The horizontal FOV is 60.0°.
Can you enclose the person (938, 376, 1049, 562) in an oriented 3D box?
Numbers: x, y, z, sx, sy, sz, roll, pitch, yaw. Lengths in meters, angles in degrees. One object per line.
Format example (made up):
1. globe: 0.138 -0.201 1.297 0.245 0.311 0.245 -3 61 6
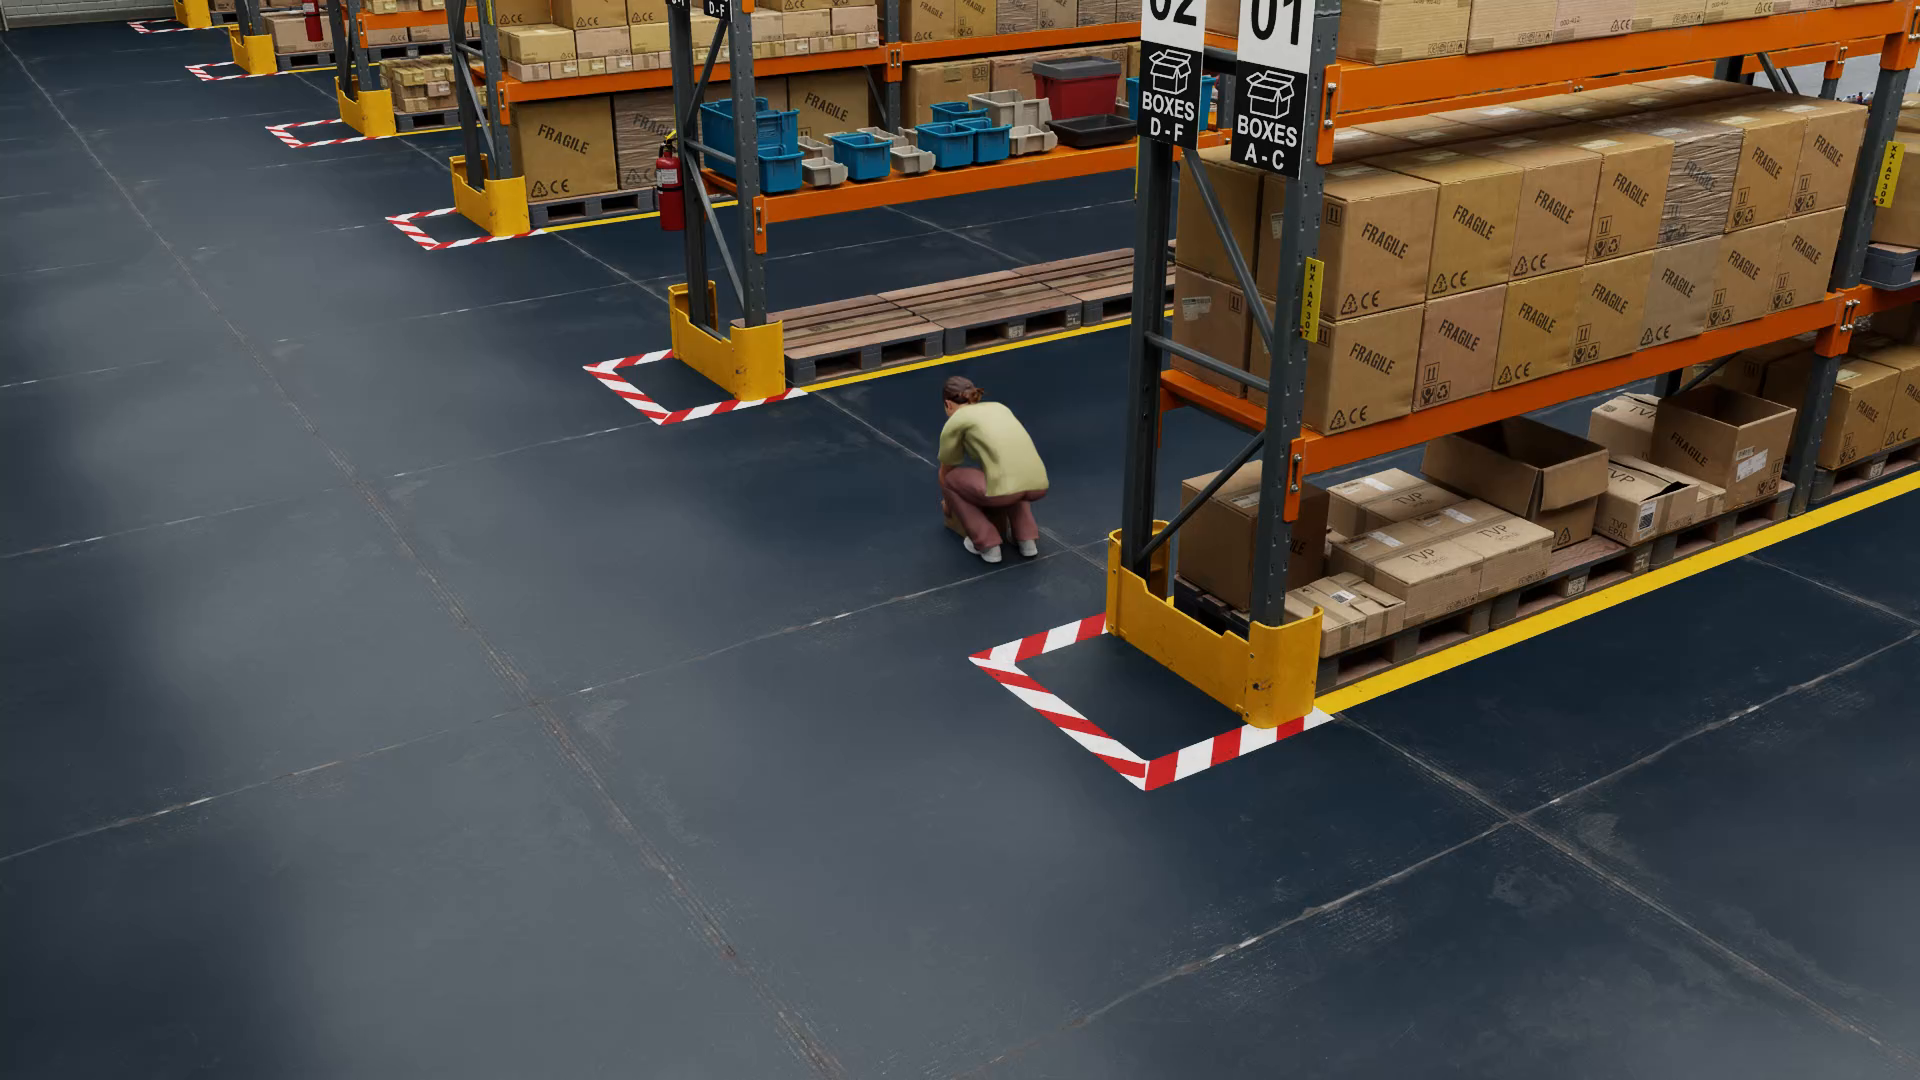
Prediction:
1. person: 0.152 -0.377 8.868 0.493 0.864 0.798 -11 27 -22
